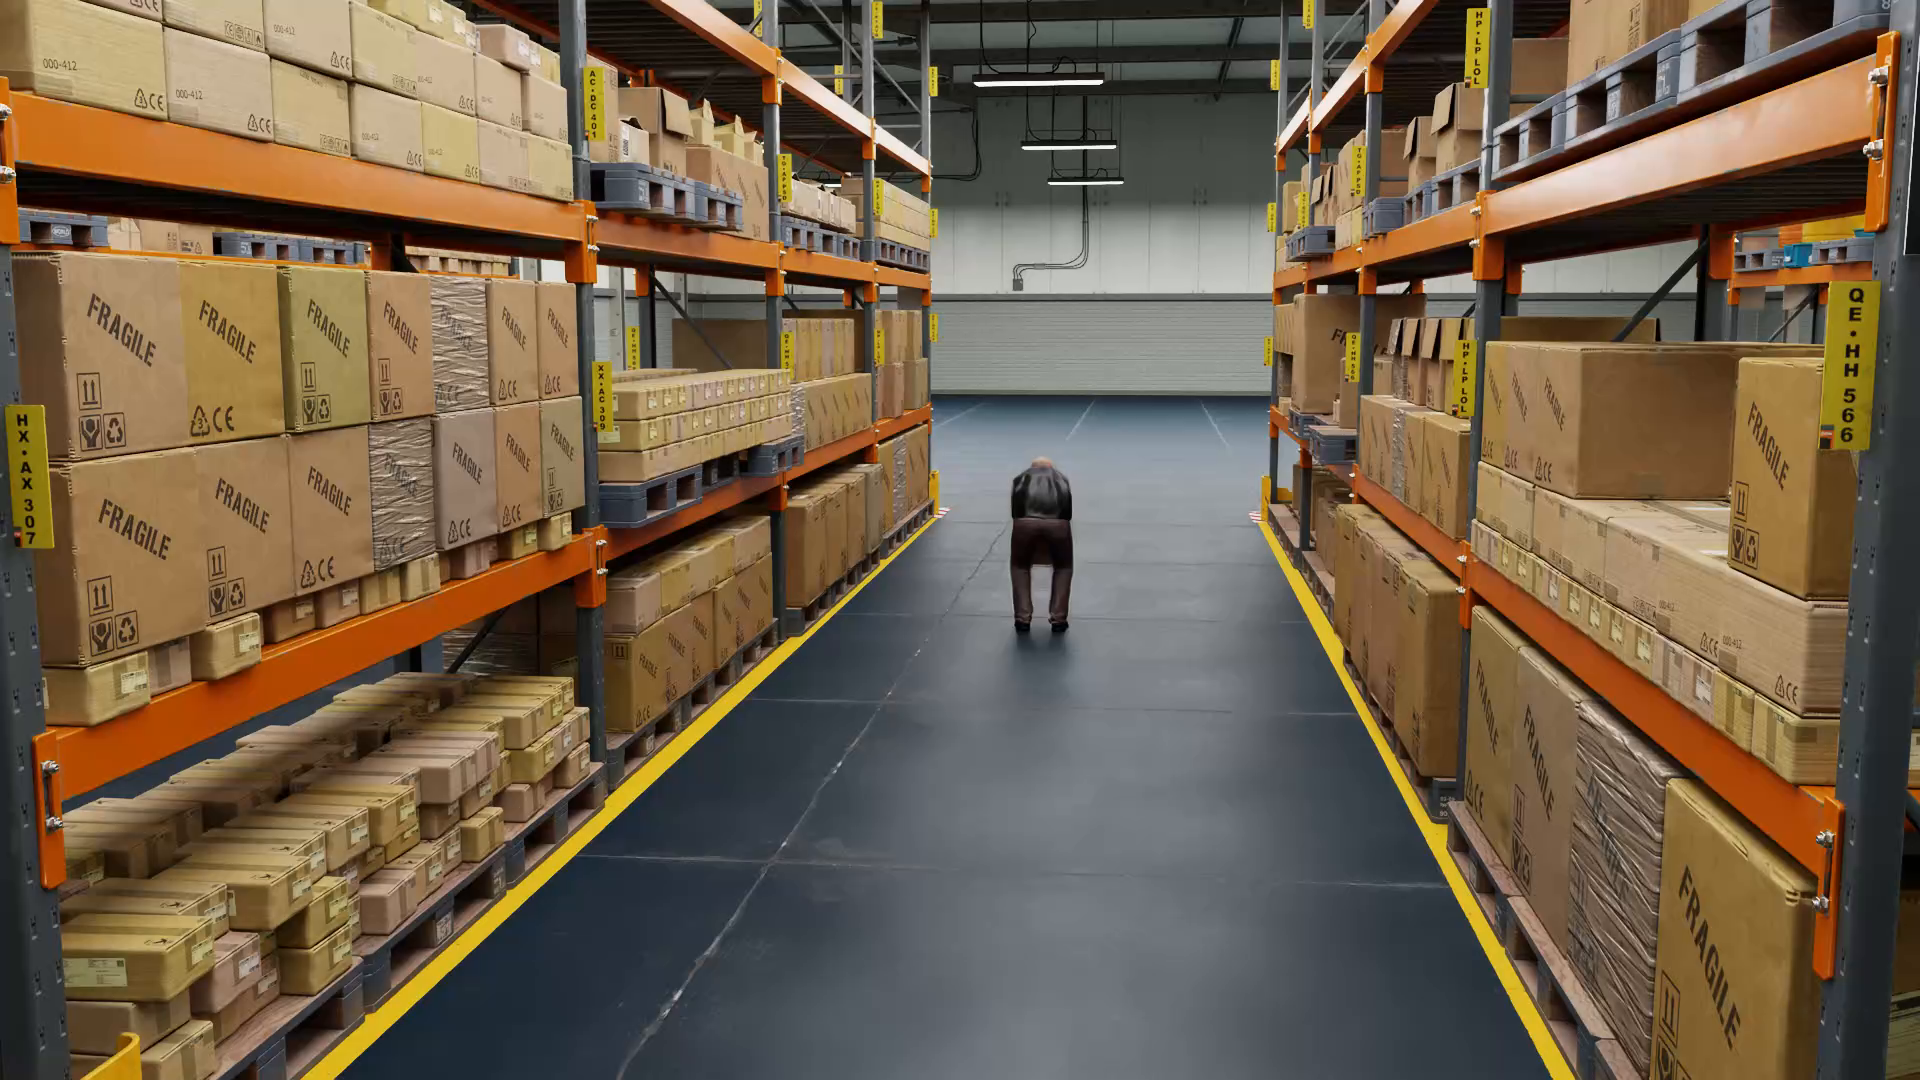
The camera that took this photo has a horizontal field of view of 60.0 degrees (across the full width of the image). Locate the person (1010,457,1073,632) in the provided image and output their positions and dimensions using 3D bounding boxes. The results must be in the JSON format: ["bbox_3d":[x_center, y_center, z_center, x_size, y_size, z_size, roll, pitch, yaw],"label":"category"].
[{"bbox_3d":[0.615,0.027,12.541,0.480,1.236,0.918,1,8,4],"label":"person"}]
